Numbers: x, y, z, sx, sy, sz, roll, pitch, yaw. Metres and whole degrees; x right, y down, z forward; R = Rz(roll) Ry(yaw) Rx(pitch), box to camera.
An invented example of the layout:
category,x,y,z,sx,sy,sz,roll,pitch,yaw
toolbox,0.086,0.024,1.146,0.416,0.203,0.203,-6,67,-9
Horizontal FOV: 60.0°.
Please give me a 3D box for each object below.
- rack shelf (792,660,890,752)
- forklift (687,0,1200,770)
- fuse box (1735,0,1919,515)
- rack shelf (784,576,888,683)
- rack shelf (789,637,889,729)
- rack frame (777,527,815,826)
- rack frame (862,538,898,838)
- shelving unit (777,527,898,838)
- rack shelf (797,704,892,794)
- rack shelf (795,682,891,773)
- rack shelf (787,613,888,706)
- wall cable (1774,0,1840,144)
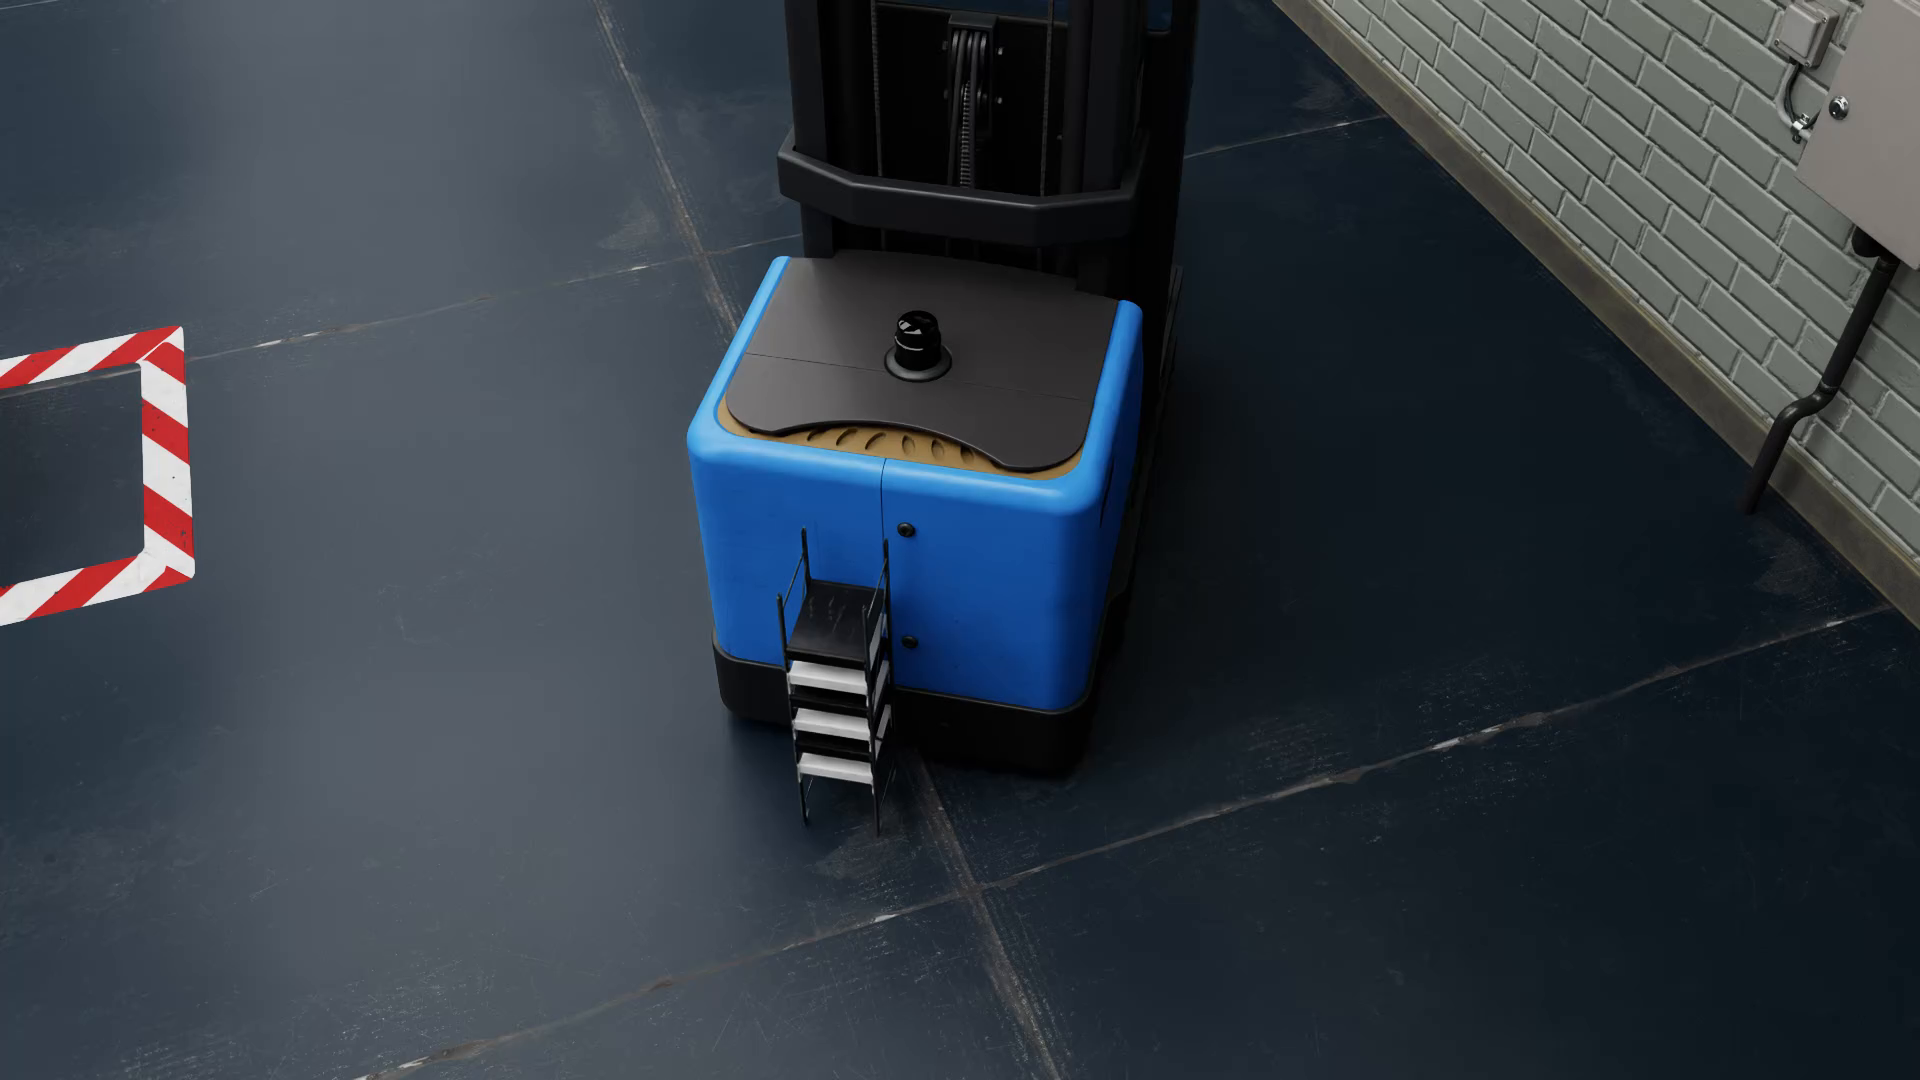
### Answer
category,x,y,z,sx,sy,sz,roll,pitch,yaw
rack shelf,-0.299,0.407,4.256,0.200,0.077,0.258,8,46,8
forklift,0.134,-1.471,4.647,1.130,2.935,3.031,9,46,9
fuse box,2.508,-0.679,4.718,0.414,1.711,0.539,-14,47,-14
rack shelf,-0.299,0.216,4.065,0.200,0.077,0.258,8,46,8
rack shelf,-0.299,0.343,4.193,0.200,0.077,0.258,8,46,8
rack frame,-0.398,0.369,4.247,0.006,0.900,0.240,8,46,8
rack frame,-0.199,0.397,4.219,0.006,0.900,0.240,8,46,8
shelving unit,-0.299,0.383,4.233,0.210,0.900,0.258,8,46,8
rack shelf,-0.299,0.534,4.384,0.200,0.077,0.258,8,46,8
rack shelf,-0.299,0.470,4.320,0.200,0.077,0.258,8,46,8
rack shelf,-0.299,0.280,4.129,0.200,0.077,0.258,8,46,8
wall cable,2.424,-1.985,4.393,0.122,1.984,0.588,-14,47,-14
